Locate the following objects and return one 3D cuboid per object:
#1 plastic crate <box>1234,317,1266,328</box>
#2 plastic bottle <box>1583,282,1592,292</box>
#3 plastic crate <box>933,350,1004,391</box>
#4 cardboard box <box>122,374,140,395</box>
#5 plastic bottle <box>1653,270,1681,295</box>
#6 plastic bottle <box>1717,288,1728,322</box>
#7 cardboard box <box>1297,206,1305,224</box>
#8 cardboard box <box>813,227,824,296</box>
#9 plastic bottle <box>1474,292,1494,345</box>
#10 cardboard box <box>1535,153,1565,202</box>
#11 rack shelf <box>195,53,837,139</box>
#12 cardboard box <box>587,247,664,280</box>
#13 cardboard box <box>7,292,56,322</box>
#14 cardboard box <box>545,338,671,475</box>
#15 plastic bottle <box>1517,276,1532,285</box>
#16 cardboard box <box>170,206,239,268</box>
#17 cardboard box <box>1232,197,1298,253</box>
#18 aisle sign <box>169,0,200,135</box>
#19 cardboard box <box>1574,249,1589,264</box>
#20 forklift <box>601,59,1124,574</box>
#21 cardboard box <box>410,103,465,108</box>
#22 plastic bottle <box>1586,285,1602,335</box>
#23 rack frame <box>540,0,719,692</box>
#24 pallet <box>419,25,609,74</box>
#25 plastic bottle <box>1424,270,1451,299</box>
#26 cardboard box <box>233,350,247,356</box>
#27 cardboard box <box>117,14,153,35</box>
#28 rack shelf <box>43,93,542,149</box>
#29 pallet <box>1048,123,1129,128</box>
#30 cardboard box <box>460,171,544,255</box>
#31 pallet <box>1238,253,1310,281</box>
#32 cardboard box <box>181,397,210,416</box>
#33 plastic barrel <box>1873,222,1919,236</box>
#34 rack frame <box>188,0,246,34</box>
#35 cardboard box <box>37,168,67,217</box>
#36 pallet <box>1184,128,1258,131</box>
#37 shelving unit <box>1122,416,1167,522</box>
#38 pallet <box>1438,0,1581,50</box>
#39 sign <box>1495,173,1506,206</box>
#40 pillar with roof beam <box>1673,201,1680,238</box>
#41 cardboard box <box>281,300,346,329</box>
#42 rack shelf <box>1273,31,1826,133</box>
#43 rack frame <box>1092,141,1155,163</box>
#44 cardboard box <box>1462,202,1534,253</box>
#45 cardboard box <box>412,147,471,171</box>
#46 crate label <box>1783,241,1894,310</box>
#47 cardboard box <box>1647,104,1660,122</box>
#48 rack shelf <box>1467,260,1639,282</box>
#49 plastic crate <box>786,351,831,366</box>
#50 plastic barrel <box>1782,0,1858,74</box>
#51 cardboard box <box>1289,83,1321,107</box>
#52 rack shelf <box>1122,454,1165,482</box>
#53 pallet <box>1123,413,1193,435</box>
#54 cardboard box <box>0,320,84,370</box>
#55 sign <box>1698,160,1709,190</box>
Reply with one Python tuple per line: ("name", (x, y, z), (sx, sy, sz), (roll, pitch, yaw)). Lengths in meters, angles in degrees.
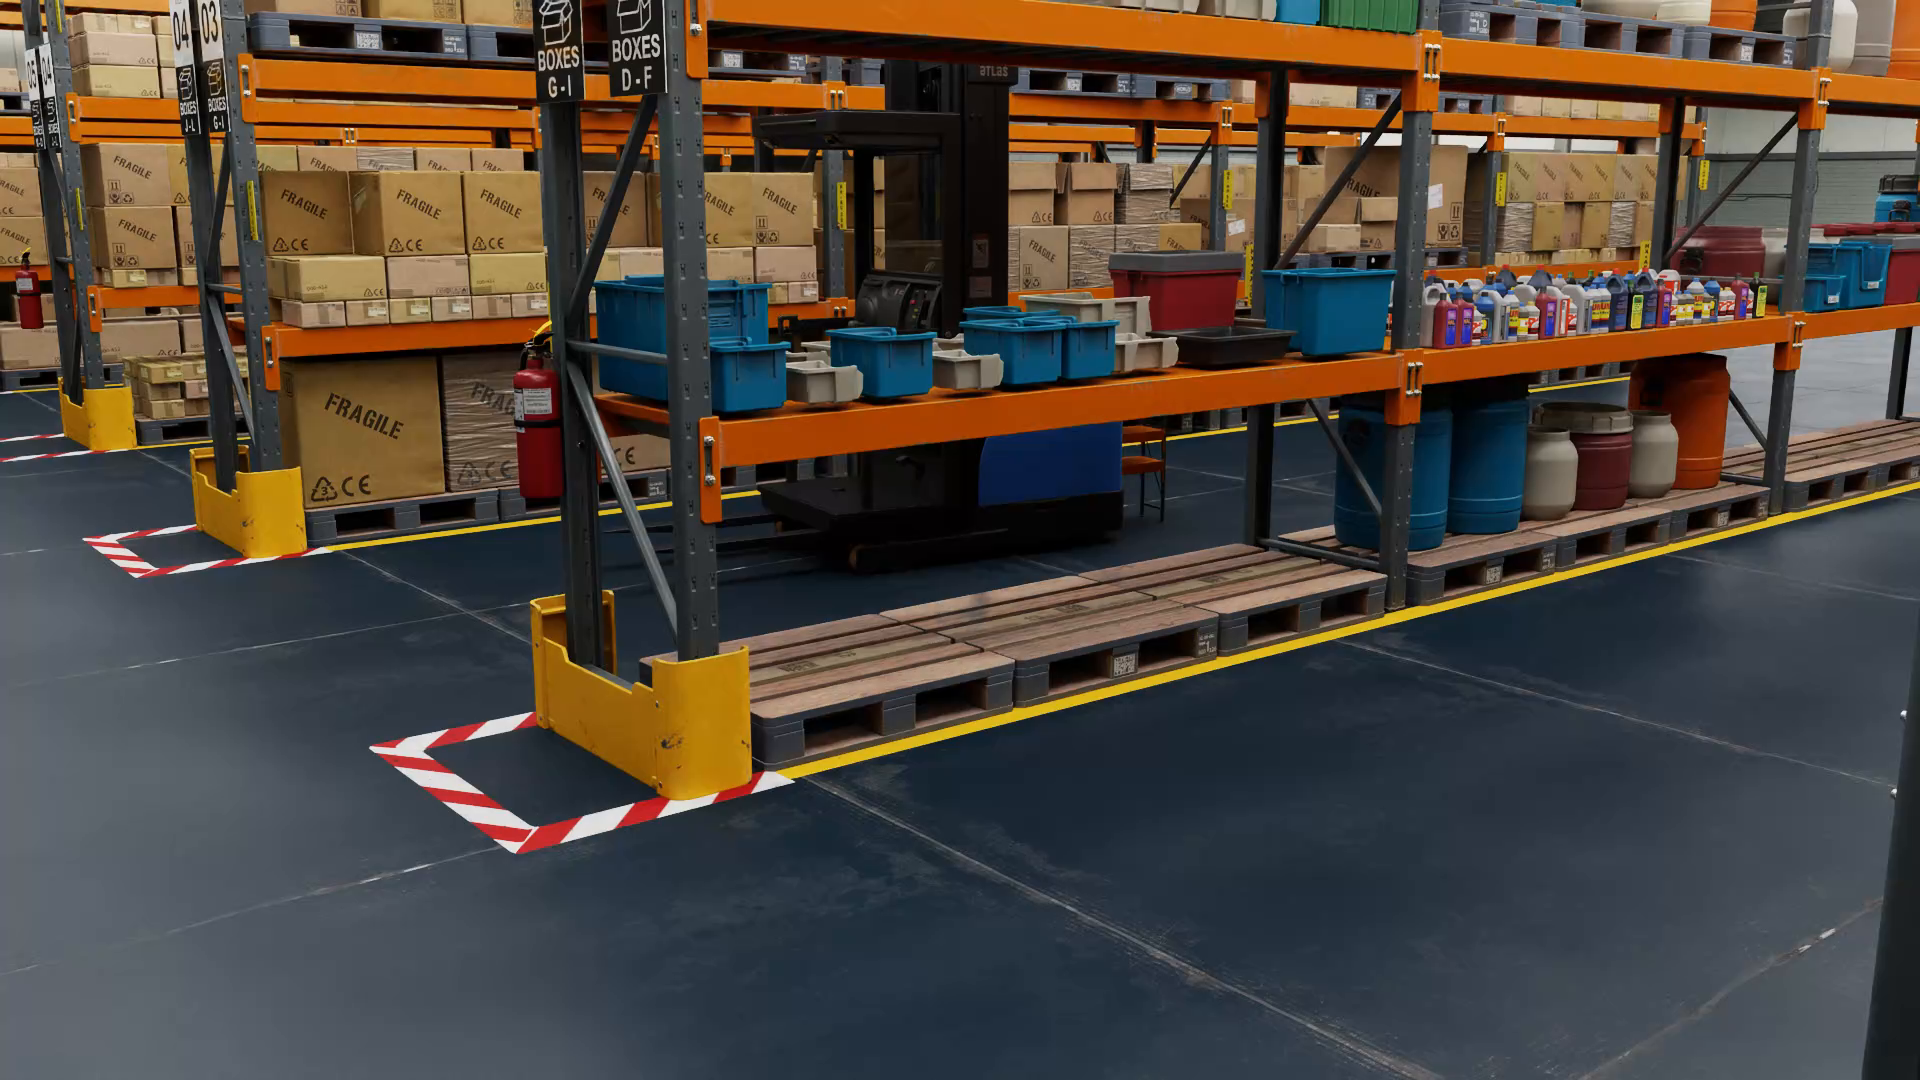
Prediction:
("plastic crate", (1.456, -1.052, 8.353), (0.243, 0.136, 0.396), (-9, 15, -38))
("plastic bottle", (3.582, -1.334, 9.499), (0.097, 0.271, 0.097), (0, 12, 0))
("plastic crate", (0.015, -0.665, 6.531), (0.298, 0.136, 0.250), (-9, 15, -38))
("cardboard box", (-7.095, -1.362, 14.459), (0.250, 0.149, 0.380), (-10, 16, -39))
("plastic bottle", (4.587, -1.619, 10.831), (0.135, 0.276, 0.152), (-9, 15, -38))
("plastic bottle", (4.625, -1.435, 10.142), (0.097, 0.201, 0.097), (0, 12, 0))
("cardboard box", (4.488, -4.310, 22.844), (0.550, 0.550, 0.875), (-9, 15, -38))
("cardboard box", (-0.991, -2.146, 12.775), (0.500, 0.500, 0.500), (-9, 15, -37))
("plastic bottle", (2.720, -1.152, 8.644), (0.097, 0.271, 0.097), (0, 12, 0))
("cardboard box", (5.961, -3.796, 17.422), (0.500, 0.500, 0.500), (-9, 15, -38))
("rack shelf", (-2.747, -2.848, 10.832), (4.000, 0.370, 1.077), (-9, 15, -38))
("cardboard box", (-2.167, -1.831, 11.175), (0.500, 0.250, 0.500), (-9, 15, -37))
("cardboard box", (-12.375, -3.037, 22.215), (0.500, 0.500, 0.700), (-9, 15, -35))
("cardboard box", (-2.454, -0.969, 11.575), (0.875, 0.875, 0.875), (-9, 15, -38))
("plastic bottle", (3.409, -1.464, 10.100), (0.135, 0.276, 0.152), (-9, 15, -38))
("cardboard box", (-6.403, -2.572, 14.065), (0.500, 0.500, 0.500), (-9, 15, -38))
("cardboard box", (2.708, -2.931, 15.459), (0.500, 0.500, 0.700), (-7, 14, -29))
("aisle sign", (-4.553, -2.784, 9.761), (0.004, 0.787, 0.394), (-9, 15, -38))
("cardboard box", (6.580, -3.084, 18.034), (0.250, 0.149, 0.380), (-9, 15, -38))
("forklift", (-0.538, -1.368, 9.517), (3.031, 2.935, 1.130), (-7, 14, -30))
("cardboard box", (-4.817, -4.034, 15.042), (0.500, 0.250, 0.500), (-9, 15, -38))
("plastic bottle", (3.520, -1.285, 9.270), (0.097, 0.271, 0.097), (0, 12, 0))
("rack frame", (-1.215, -0.670, 6.063), (0.127, 3.000, 1.000), (-9, 15, -38))
("pallet", (-2.783, -3.154, 10.755), (1.213, 0.211, 1.003), (-9, 15, -38))
("plastic bottle", (2.656, -1.338, 9.327), (0.185, 0.351, 0.144), (-9, 15, -38))
("cardboard box", (-6.477, -1.604, 14.879), (0.250, 0.149, 0.380), (-10, 16, -40))
("cardboard box", (-6.723, -4.160, 13.473), (0.250, 0.149, 0.380), (-9, 15, -35))
("rack shelf", (-5.767, -3.666, 14.682), (4.000, 0.370, 1.077), (-9, 15, -38))
("pallet", (1.357, -5.095, 20.140), (1.217, 0.209, 0.805), (-10, 16, -40))
("cardboard box", (-2.974, -2.064, 10.467), (0.500, 0.500, 0.500), (-10, 16, -39))
("pallet", (2.428, -2.527, 15.272), (1.003, 0.211, 1.213), (-9, 15, -38))
("cardboard box", (-6.566, -1.165, 14.247), (0.250, 0.149, 0.380), (-10, 15, -38))
("plastic barrel", (7.271, -2.205, 12.965), (0.433, 0.535, 0.433), (0, 12, 0))
("rack frame", (-4.309, -4.408, 9.223), (0.127, 3.000, 1.000), (-9, 15, -38))
("cardboard box", (-9.548, -3.703, 17.698), (0.500, 0.500, 0.500), (-10, 16, -39))
("pallet", (3.639, -5.534, 21.961), (1.213, 0.211, 1.003), (-9, 15, -38))
("shelving unit", (1.032, -0.698, 10.525), (0.503, 1.200, 0.258), (-7, 14, -30))
("pallet", (2.460, -2.682, 8.769), (1.003, 0.211, 1.213), (-9, 15, -38))
("sign", (5.411, -3.507, 16.637), (0.005, 0.325, 0.100), (-9, 15, -38))
("pillar with roof beam", (23.898, -12.146, 45.666), (0.548, 9.000, 9.100), (-9, 15, -38))
("cardboard box", (-3.826, -1.343, 9.837), (0.250, 0.149, 0.380), (-9, 15, -37))
("rack shelf", (3.470, -2.564, 9.493), (4.000, 0.370, 1.077), (-9, 15, -38))
("rack frame", (2.042, -3.848, 21.030), (0.127, 3.000, 1.000), (-9, 15, -38))
("cardboard box", (5.451, -3.273, 17.366), (0.500, 0.500, 0.875), (-9, 15, -38))
("cardboard box", (-4.804, -3.321, 15.182), (0.500, 0.500, 0.500), (-10, 16, -39))
("crate label", (5.977, -1.811, 11.349), (0.616, 0.435, 0.502), (-9, 15, -38))
("cardboard box", (7.579, -4.774, 18.532), (0.500, 0.250, 0.500), (-9, 15, -37))
("rack shelf", (6.623, -2.938, 18.476), (4.000, 0.370, 1.077), (-9, 15, -38))
("plastic crate", (-0.691, -0.706, 6.721), (0.243, 0.136, 0.396), (-9, 15, -38))
("plastic barrel", (5.466, -3.221, 10.584), (0.421, 0.512, 0.421), (0, 12, 0))
("cardboard box", (2.865, -3.992, 14.845), (0.500, 0.250, 0.500), (-9, 15, -36))
("rack shelf", (1.032, -0.438, 10.580), (0.480, 0.148, 0.258), (-7, 14, -30))
("pallet", (1.275, -1.057, 14.600), (1.213, 0.211, 1.003), (-9, 15, -38))
("cardboard box", (-10.047, -2.135, 18.118), (0.875, 0.438, 0.875), (-10, 16, -40))
("sign", (8.516, -4.178, 19.034), (0.005, 0.325, 0.100), (-9, 15, -38))
